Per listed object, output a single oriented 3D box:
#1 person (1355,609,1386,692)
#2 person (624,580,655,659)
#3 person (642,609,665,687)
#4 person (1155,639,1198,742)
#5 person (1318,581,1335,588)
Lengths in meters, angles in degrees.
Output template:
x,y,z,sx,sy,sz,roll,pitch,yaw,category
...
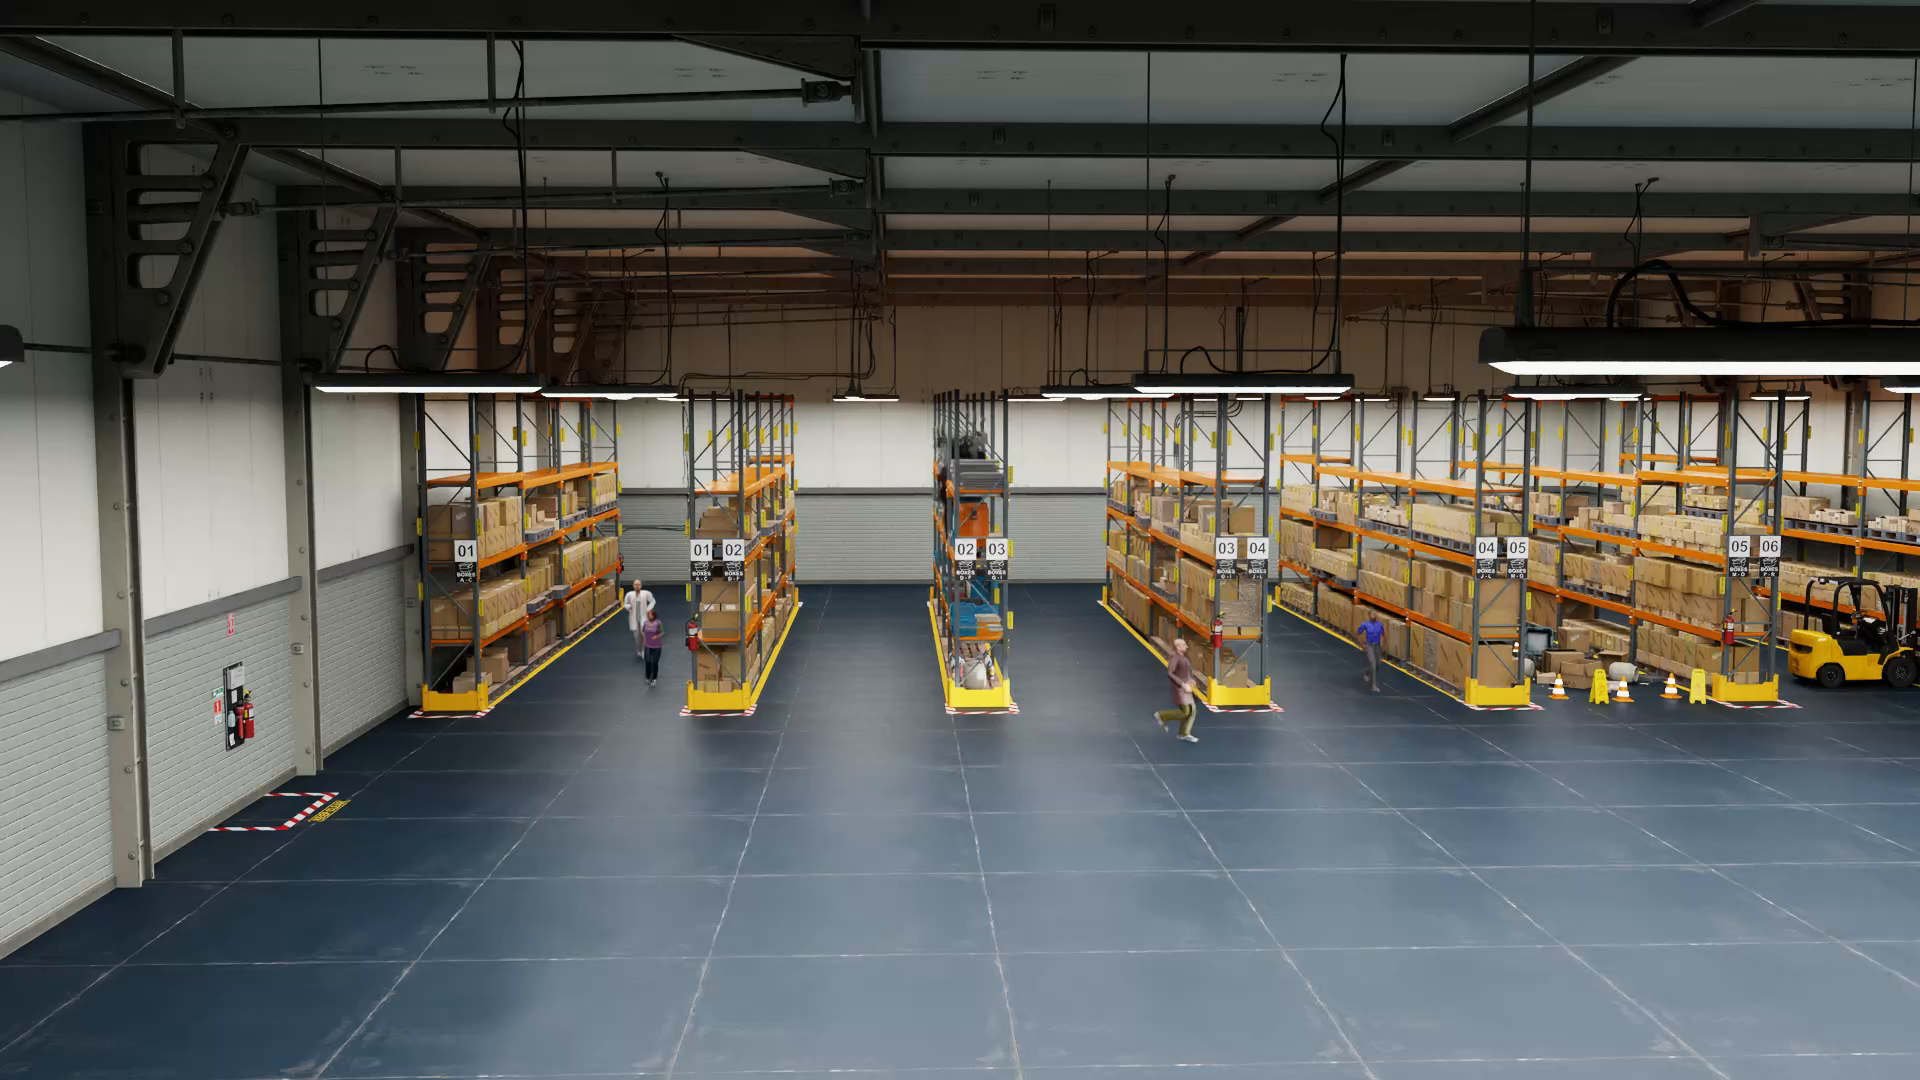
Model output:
x,y,z,sx,sy,sz,roll,pitch,yaw,category
8.245,2.189,33.373,0.607,1.631,0.797,-1,5,-13,person
-7.227,1.798,37.432,0.681,1.796,0.775,0,5,-5,person
-6.219,2.189,33.655,0.510,1.591,0.647,0,5,-1,person
3.718,2.554,28.383,0.747,1.754,0.722,2,5,23,person
10.643,0.844,48.742,0.715,1.761,0.939,-3,6,-35,person
